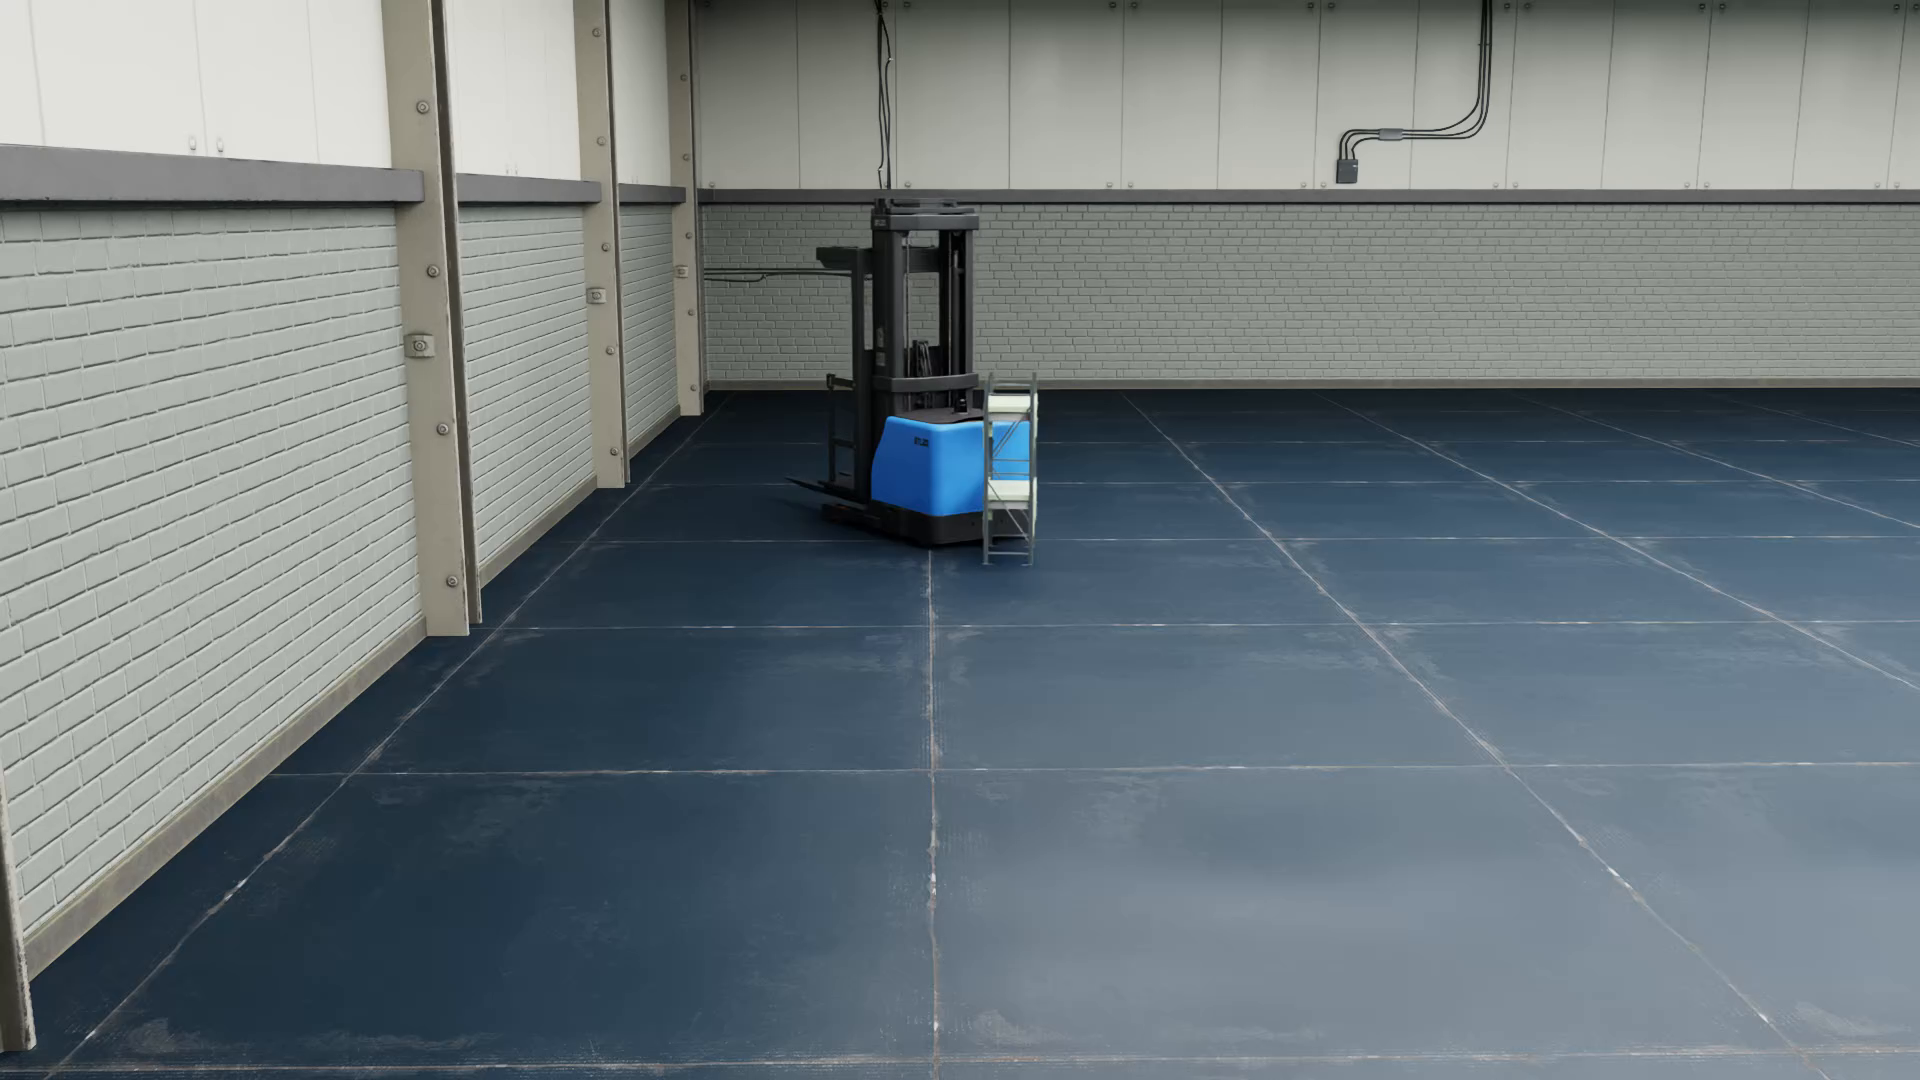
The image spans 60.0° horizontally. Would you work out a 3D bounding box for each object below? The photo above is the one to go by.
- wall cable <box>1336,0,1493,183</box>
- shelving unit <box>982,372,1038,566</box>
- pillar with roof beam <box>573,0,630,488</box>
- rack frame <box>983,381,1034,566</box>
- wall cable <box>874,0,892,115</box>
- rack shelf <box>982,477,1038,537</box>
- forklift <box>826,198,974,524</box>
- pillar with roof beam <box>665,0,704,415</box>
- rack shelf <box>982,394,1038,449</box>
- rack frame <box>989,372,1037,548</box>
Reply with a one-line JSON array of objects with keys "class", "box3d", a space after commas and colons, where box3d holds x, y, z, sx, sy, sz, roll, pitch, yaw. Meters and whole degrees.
[{"class": "wall cable", "box3d": [6.986, -8.475, 25.146, 2.305, 6.003, 0.169, 0, 11, -1]}, {"class": "shelving unit", "box3d": [0.418, -0.598, 13.737, 0.431, 1.500, 0.755, 1, 11, 4]}, {"class": "pillar with roof beam", "box3d": [0.661, -5.006, 16.602, 9.100, 9.000, 0.400, 0, 11, -1]}, {"class": "rack frame", "box3d": [0.391, -0.526, 13.379, 0.400, 1.500, 0.023, 1, 11, 4]}, {"class": "wall cable", "box3d": [0.199, -7.737, 25.169, 3.097, 2.526, 0.112, 0, 11, -1]}, {"class": "rack shelf", "box3d": [0.418, -0.279, 13.802, 0.431, 0.370, 0.720, 1, 11, 4]}, {"class": "forklift", "box3d": [-0.616, -1.631, 15.226, 1.121, 2.935, 3.031, -8, 14, -33]}, {"class": "pillar with roof beam", "box3d": [0.537, -6.199, 22.481, 9.100, 9.000, 0.400, 0, 11, -1]}, {"class": "rack shelf", "box3d": [0.418, -0.981, 13.659, 0.431, 0.370, 0.720, 1, 11, 4]}, {"class": "rack frame", "box3d": [0.445, -0.671, 14.094, 0.400, 1.500, 0.023, 1, 11, 4]}]
